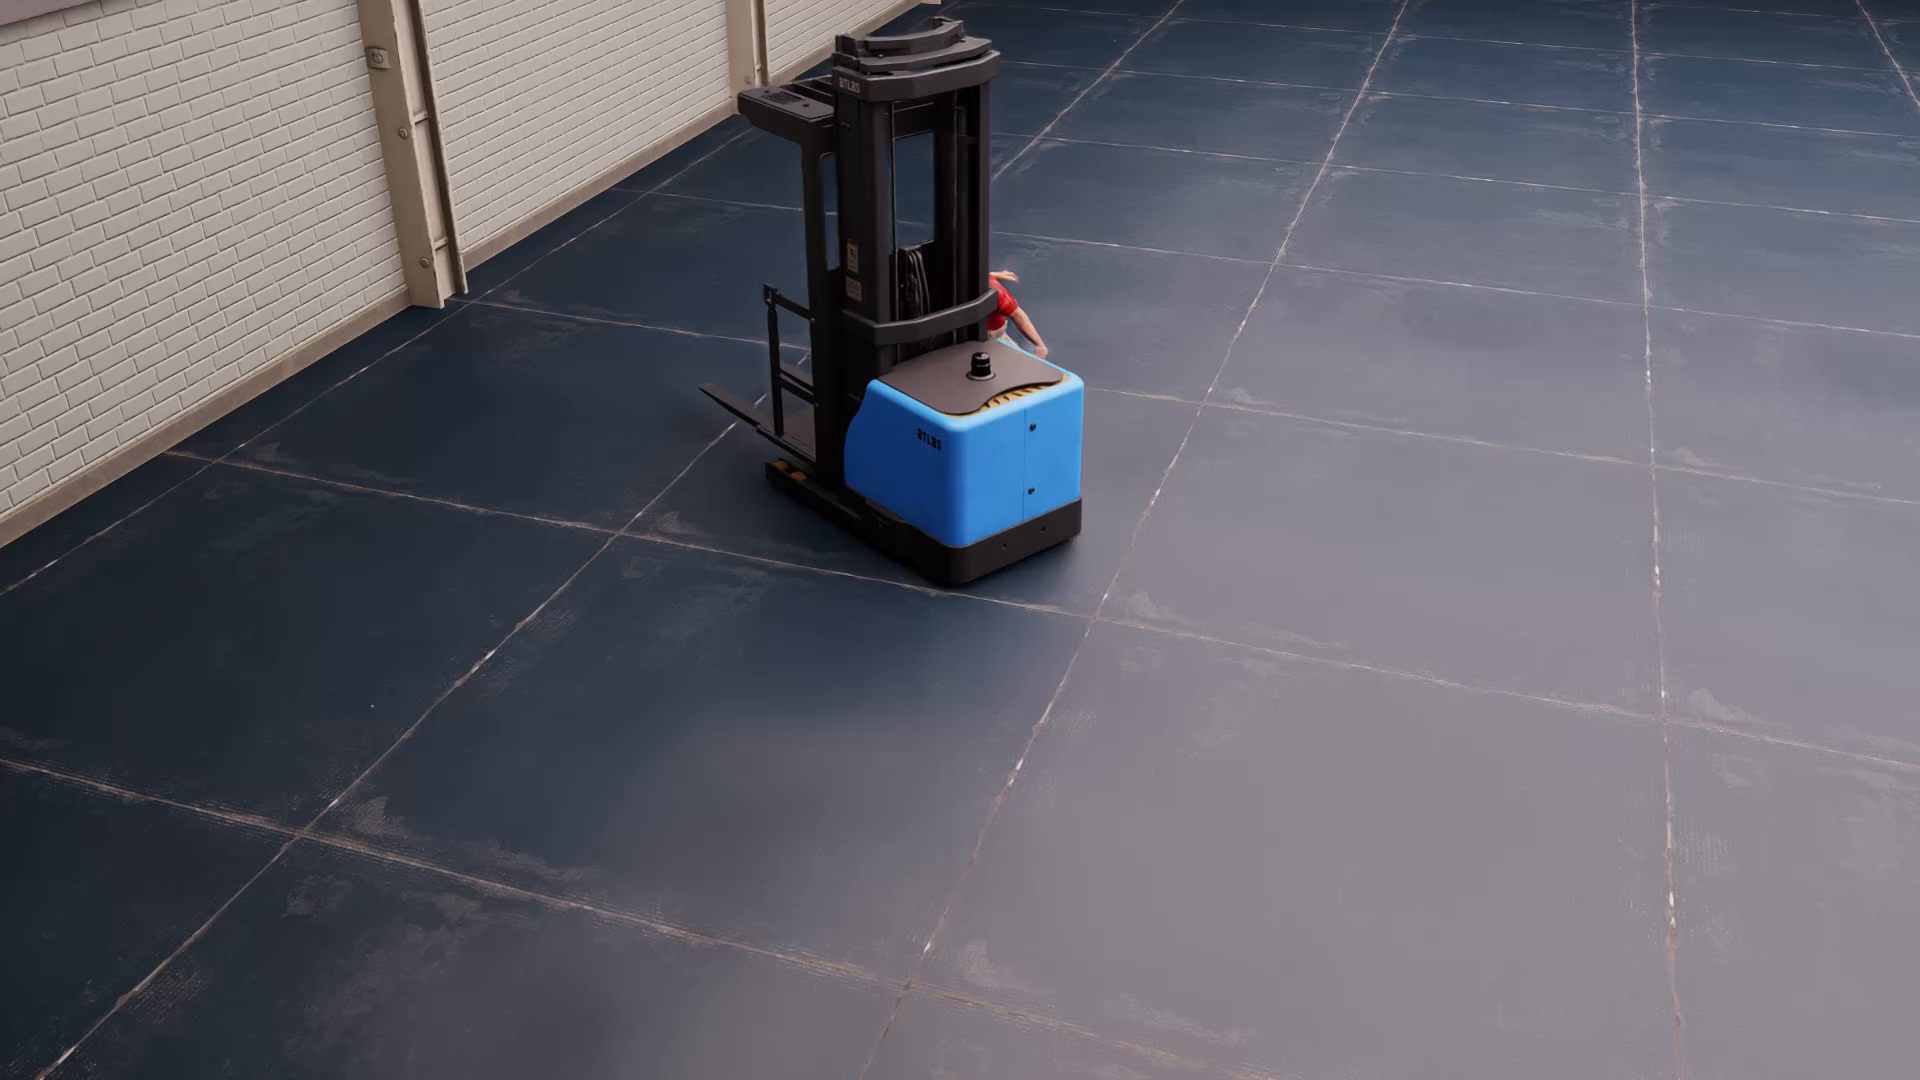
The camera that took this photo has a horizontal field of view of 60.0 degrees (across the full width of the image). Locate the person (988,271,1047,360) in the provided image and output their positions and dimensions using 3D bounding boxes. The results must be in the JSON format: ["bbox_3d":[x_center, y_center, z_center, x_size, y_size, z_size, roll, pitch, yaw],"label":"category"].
[{"bbox_3d":[0.162,-1.269,10.724,0.838,1.598,0.851,8,31,14],"label":"person"}]

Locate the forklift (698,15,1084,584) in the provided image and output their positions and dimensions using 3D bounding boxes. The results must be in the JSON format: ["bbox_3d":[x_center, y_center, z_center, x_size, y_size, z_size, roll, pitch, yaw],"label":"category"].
[{"bbox_3d":[-0.594,-1.682,10.088,1.130,2.935,3.031,-22,37,-34],"label":"forklift"}]
